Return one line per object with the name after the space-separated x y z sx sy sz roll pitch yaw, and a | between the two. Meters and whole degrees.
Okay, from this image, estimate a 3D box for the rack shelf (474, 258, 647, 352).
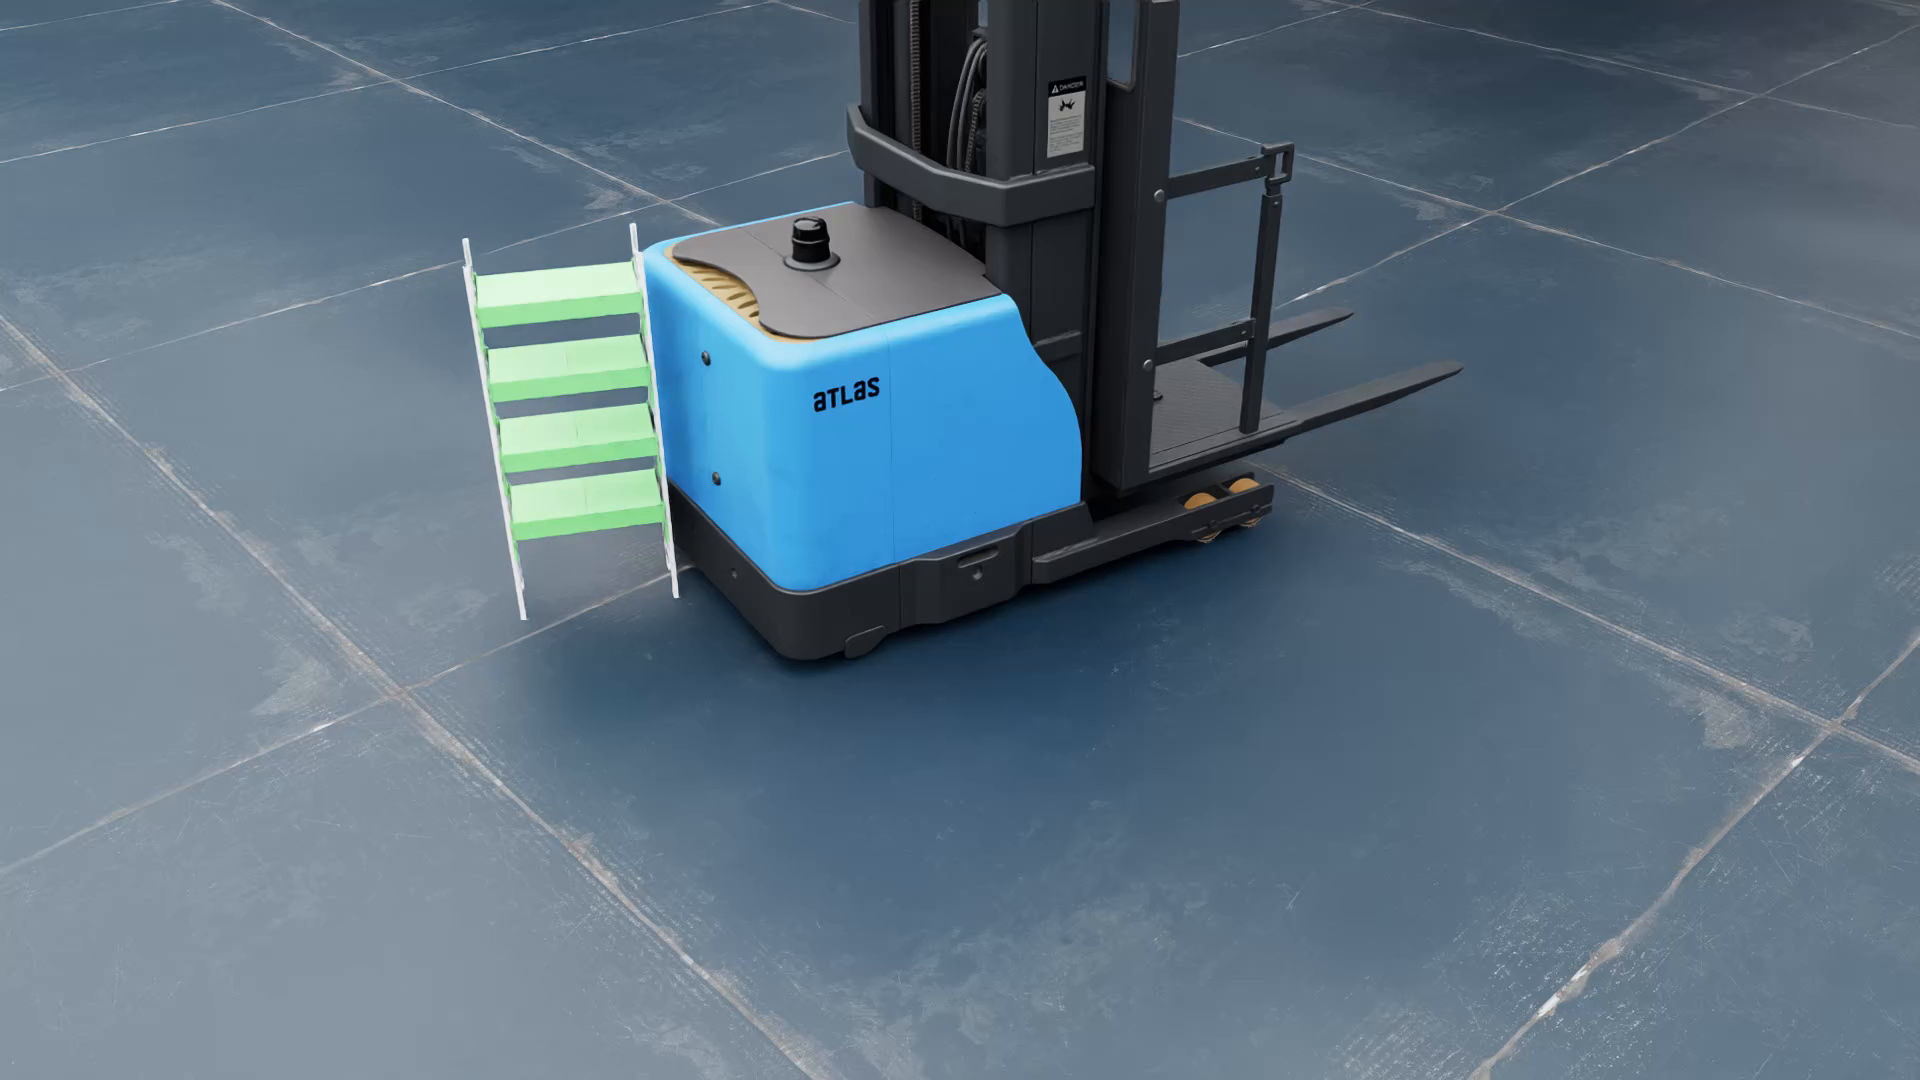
-1.192 -0.702 4.951 0.480 0.148 0.258 -8 32 -13 | rack shelf

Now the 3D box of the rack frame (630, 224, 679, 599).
-0.956 -0.380 5.221 0.015 1.200 0.240 -8 32 -13 | rack frame

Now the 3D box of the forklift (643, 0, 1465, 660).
0.496 -1.458 5.325 3.031 2.935 1.130 -18 36 -27 | forklift

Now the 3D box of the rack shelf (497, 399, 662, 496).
-1.192 -0.293 5.201 0.480 0.148 0.258 -8 32 -13 | rack shelf

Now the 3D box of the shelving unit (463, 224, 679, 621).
-1.192 -0.347 5.168 0.503 1.200 0.258 -8 32 -13 | shelving unit

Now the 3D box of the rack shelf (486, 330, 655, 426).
-1.192 -0.497 5.076 0.480 0.148 0.258 -8 32 -13 | rack shelf

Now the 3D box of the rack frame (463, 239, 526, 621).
-1.428 -0.315 5.115 0.015 1.200 0.240 -8 32 -13 | rack frame

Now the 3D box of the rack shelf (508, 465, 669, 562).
-1.192 -0.088 5.326 0.480 0.148 0.258 -8 32 -13 | rack shelf
